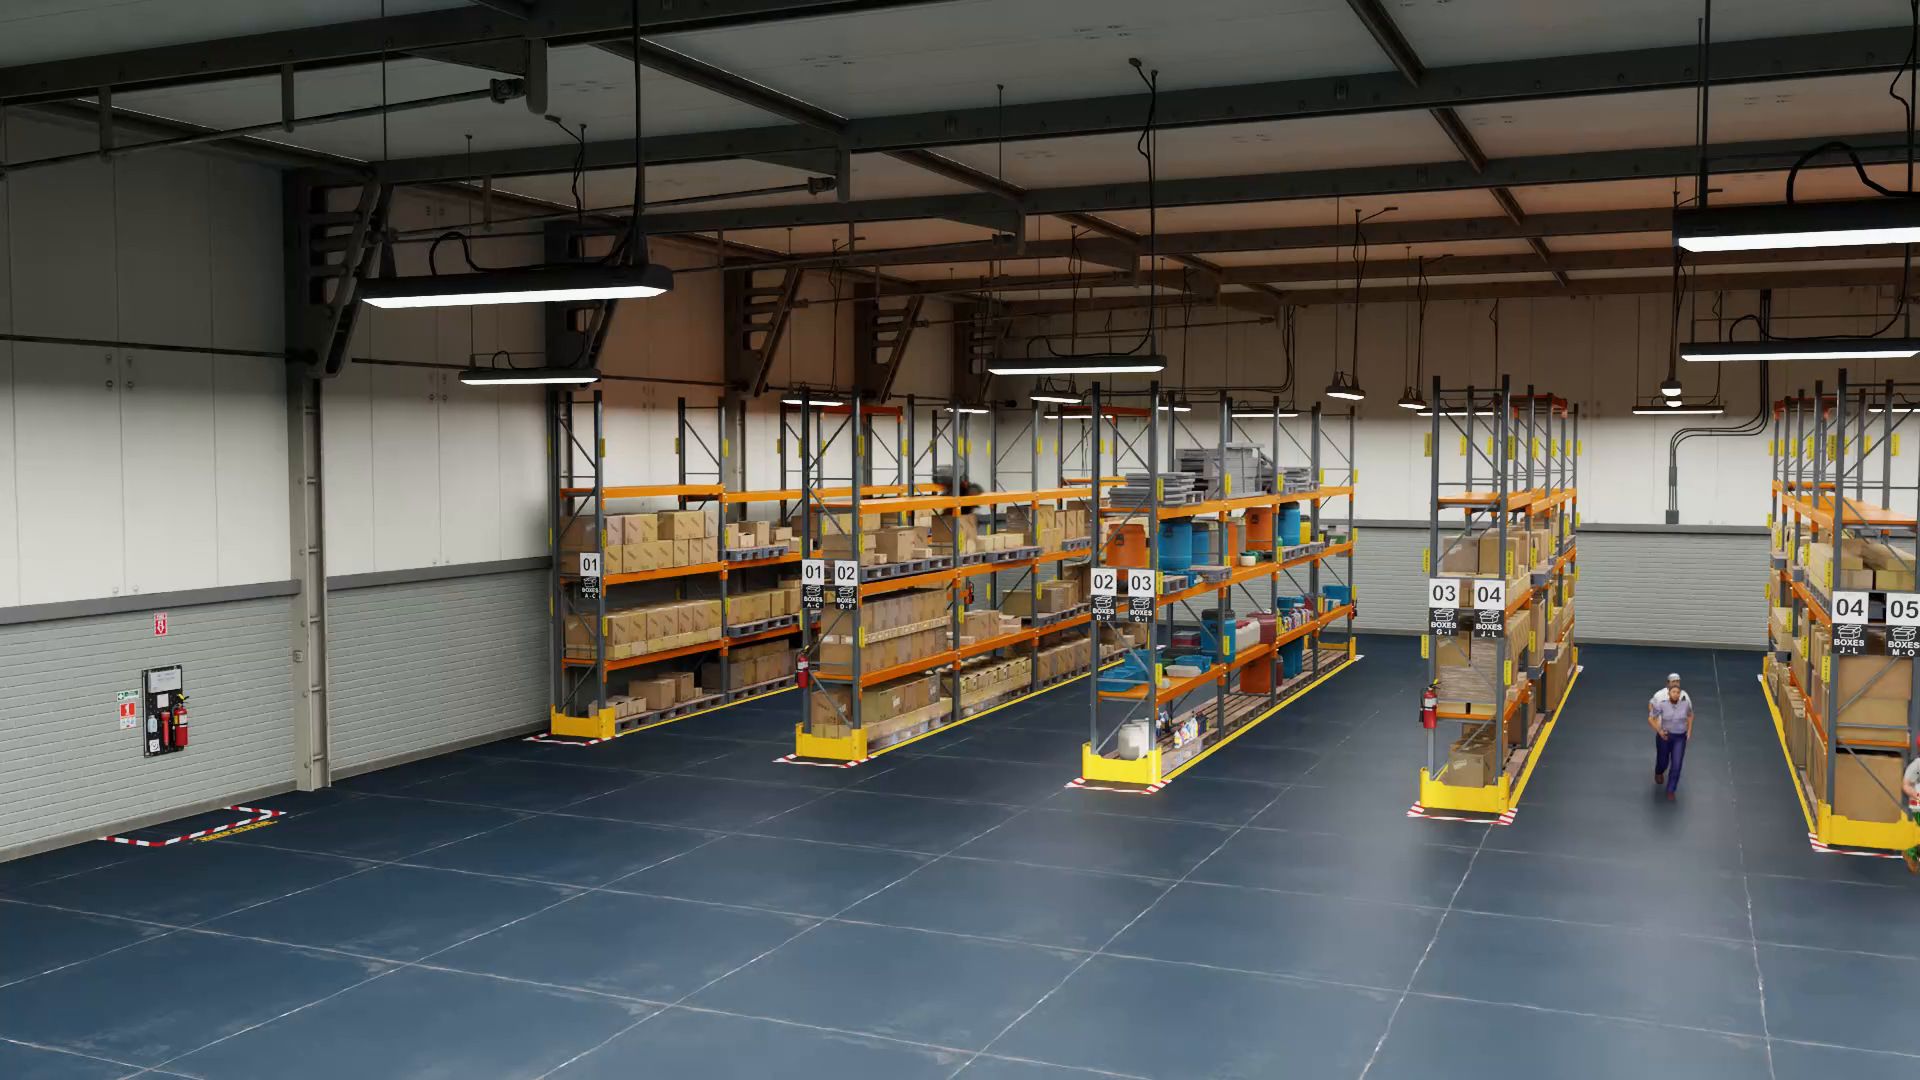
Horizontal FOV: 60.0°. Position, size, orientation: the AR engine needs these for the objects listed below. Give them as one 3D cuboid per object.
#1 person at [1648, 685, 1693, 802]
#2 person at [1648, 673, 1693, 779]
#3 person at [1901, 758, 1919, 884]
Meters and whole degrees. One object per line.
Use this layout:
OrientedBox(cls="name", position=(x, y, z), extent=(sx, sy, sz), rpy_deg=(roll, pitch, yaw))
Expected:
OrientedBox(cls="person", position=(10.221, 2.886, 23.910), extent=(0.631, 1.640, 0.839), rpy_deg=(1, 3, 10))
OrientedBox(cls="person", position=(10.690, 2.814, 24.924), extent=(0.602, 1.625, 0.540), rpy_deg=(0, 3, 4))
OrientedBox(cls="person", position=(11.011, 3.080, 19.002), extent=(0.671, 1.754, 0.597), rpy_deg=(-2, 4, -27))
